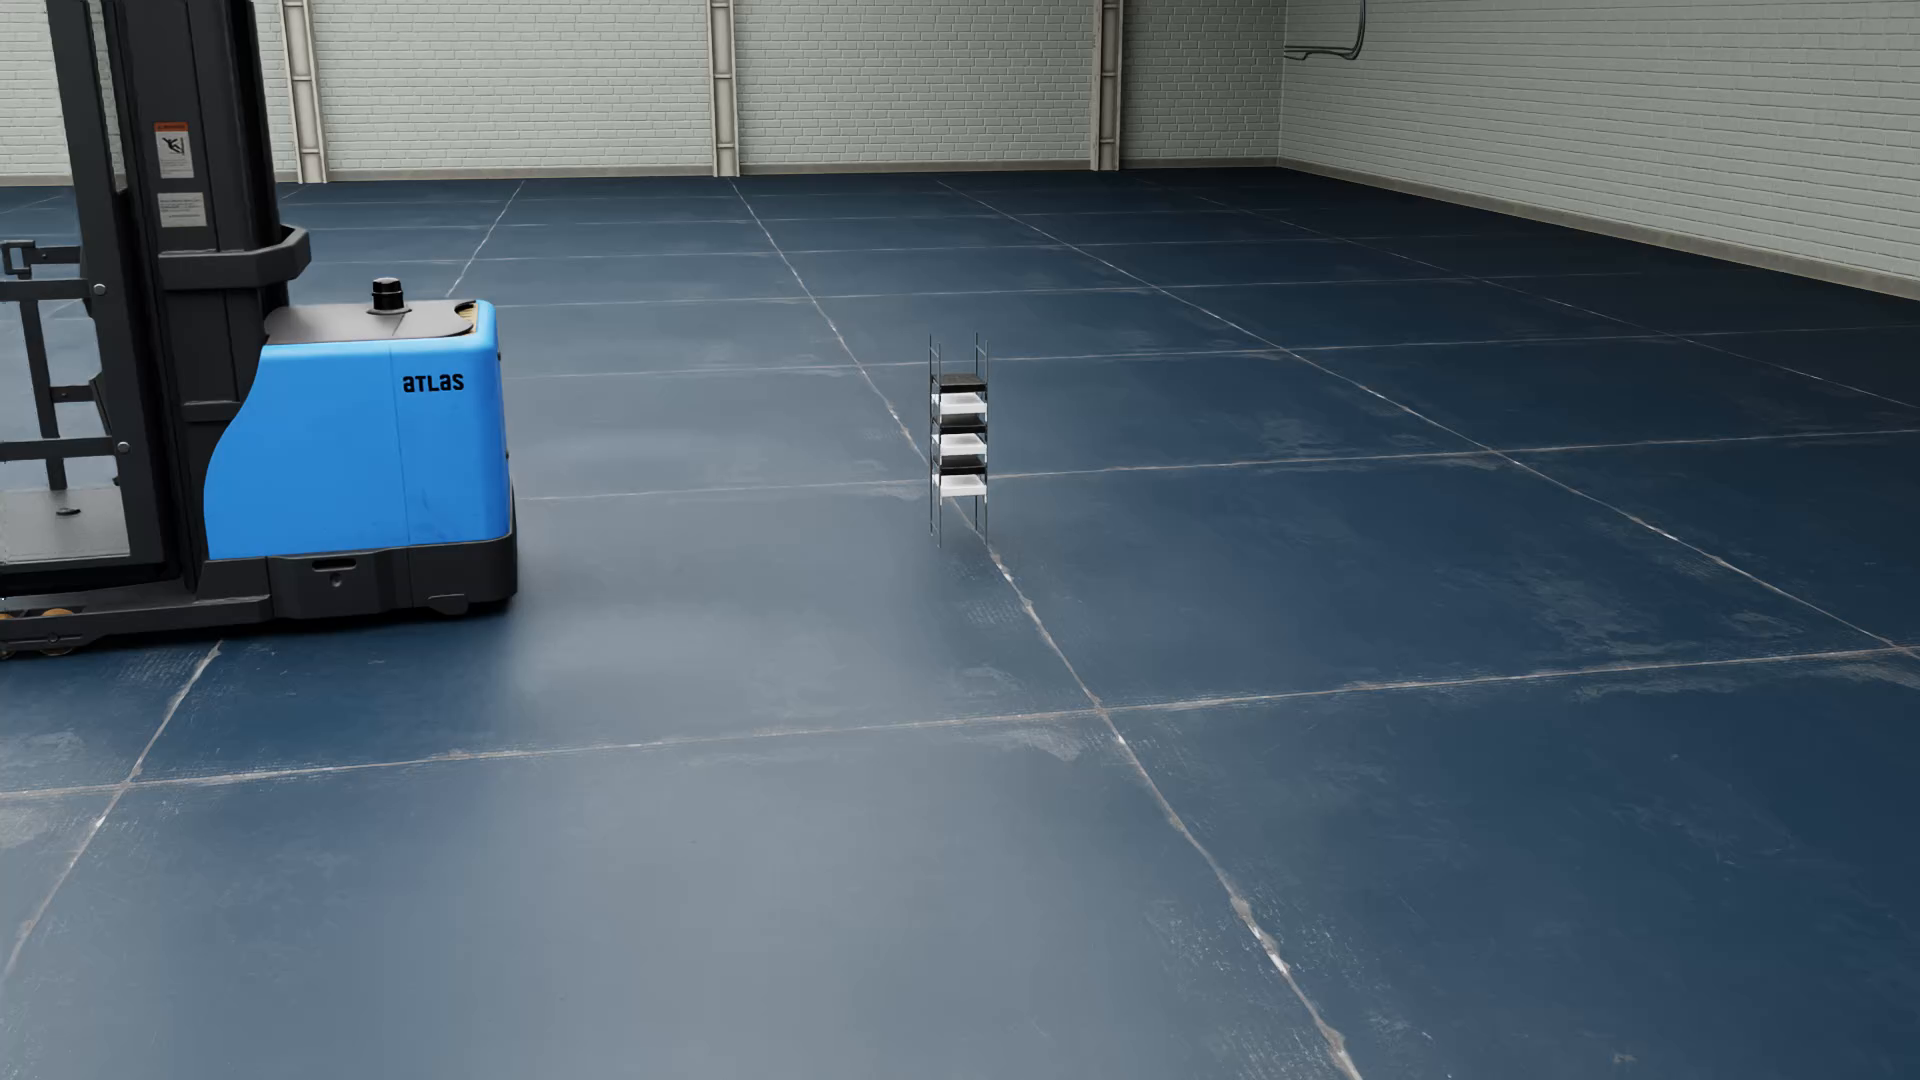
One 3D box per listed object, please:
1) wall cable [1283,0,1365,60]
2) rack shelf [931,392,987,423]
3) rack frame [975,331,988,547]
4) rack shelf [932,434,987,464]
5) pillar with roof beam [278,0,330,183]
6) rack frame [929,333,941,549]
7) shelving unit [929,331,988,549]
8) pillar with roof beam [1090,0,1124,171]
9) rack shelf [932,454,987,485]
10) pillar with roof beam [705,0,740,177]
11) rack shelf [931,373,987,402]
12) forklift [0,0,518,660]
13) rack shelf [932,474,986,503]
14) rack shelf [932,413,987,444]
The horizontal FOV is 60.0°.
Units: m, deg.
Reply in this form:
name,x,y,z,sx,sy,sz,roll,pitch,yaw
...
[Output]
name,x,y,z,sx,sy,sz,roll,pitch,yaw
wall cable,5.452,-8.520,25.012,0.112,2.526,3.097,-3,17,-10
rack shelf,-0.008,-0.570,7.135,0.200,0.077,0.258,-3,17,-10
rack frame,0.092,-0.435,7.197,0.006,0.900,0.240,-3,17,-10
rack shelf,-0.008,-0.398,7.188,0.200,0.077,0.258,-3,17,-10
pillar with roof beam,-8.656,-8.312,19.046,0.400,9.000,9.100,-3,17,-10
rack frame,-0.108,-0.424,7.160,0.006,0.900,0.240,-3,17,-10
shelving unit,-0.008,-0.430,7.178,0.210,0.900,0.258,-3,17,-10
pillar with roof beam,3.126,-8.980,21.222,0.400,9.000,9.100,-3,17,-10
rack shelf,-0.008,-0.312,7.214,0.200,0.077,0.258,-3,17,-10
pillar with roof beam,-2.765,-8.646,20.134,0.400,9.000,9.100,-3,17,-10
rack shelf,-0.008,-0.656,7.109,0.200,0.077,0.258,-3,17,-10
forklift,-3.281,-1.143,6.041,3.031,2.935,1.130,-4,18,-14
rack shelf,-0.008,-0.226,7.241,0.200,0.077,0.258,-3,17,-10
rack shelf,-0.008,-0.484,7.162,0.200,0.077,0.258,-3,17,-10
